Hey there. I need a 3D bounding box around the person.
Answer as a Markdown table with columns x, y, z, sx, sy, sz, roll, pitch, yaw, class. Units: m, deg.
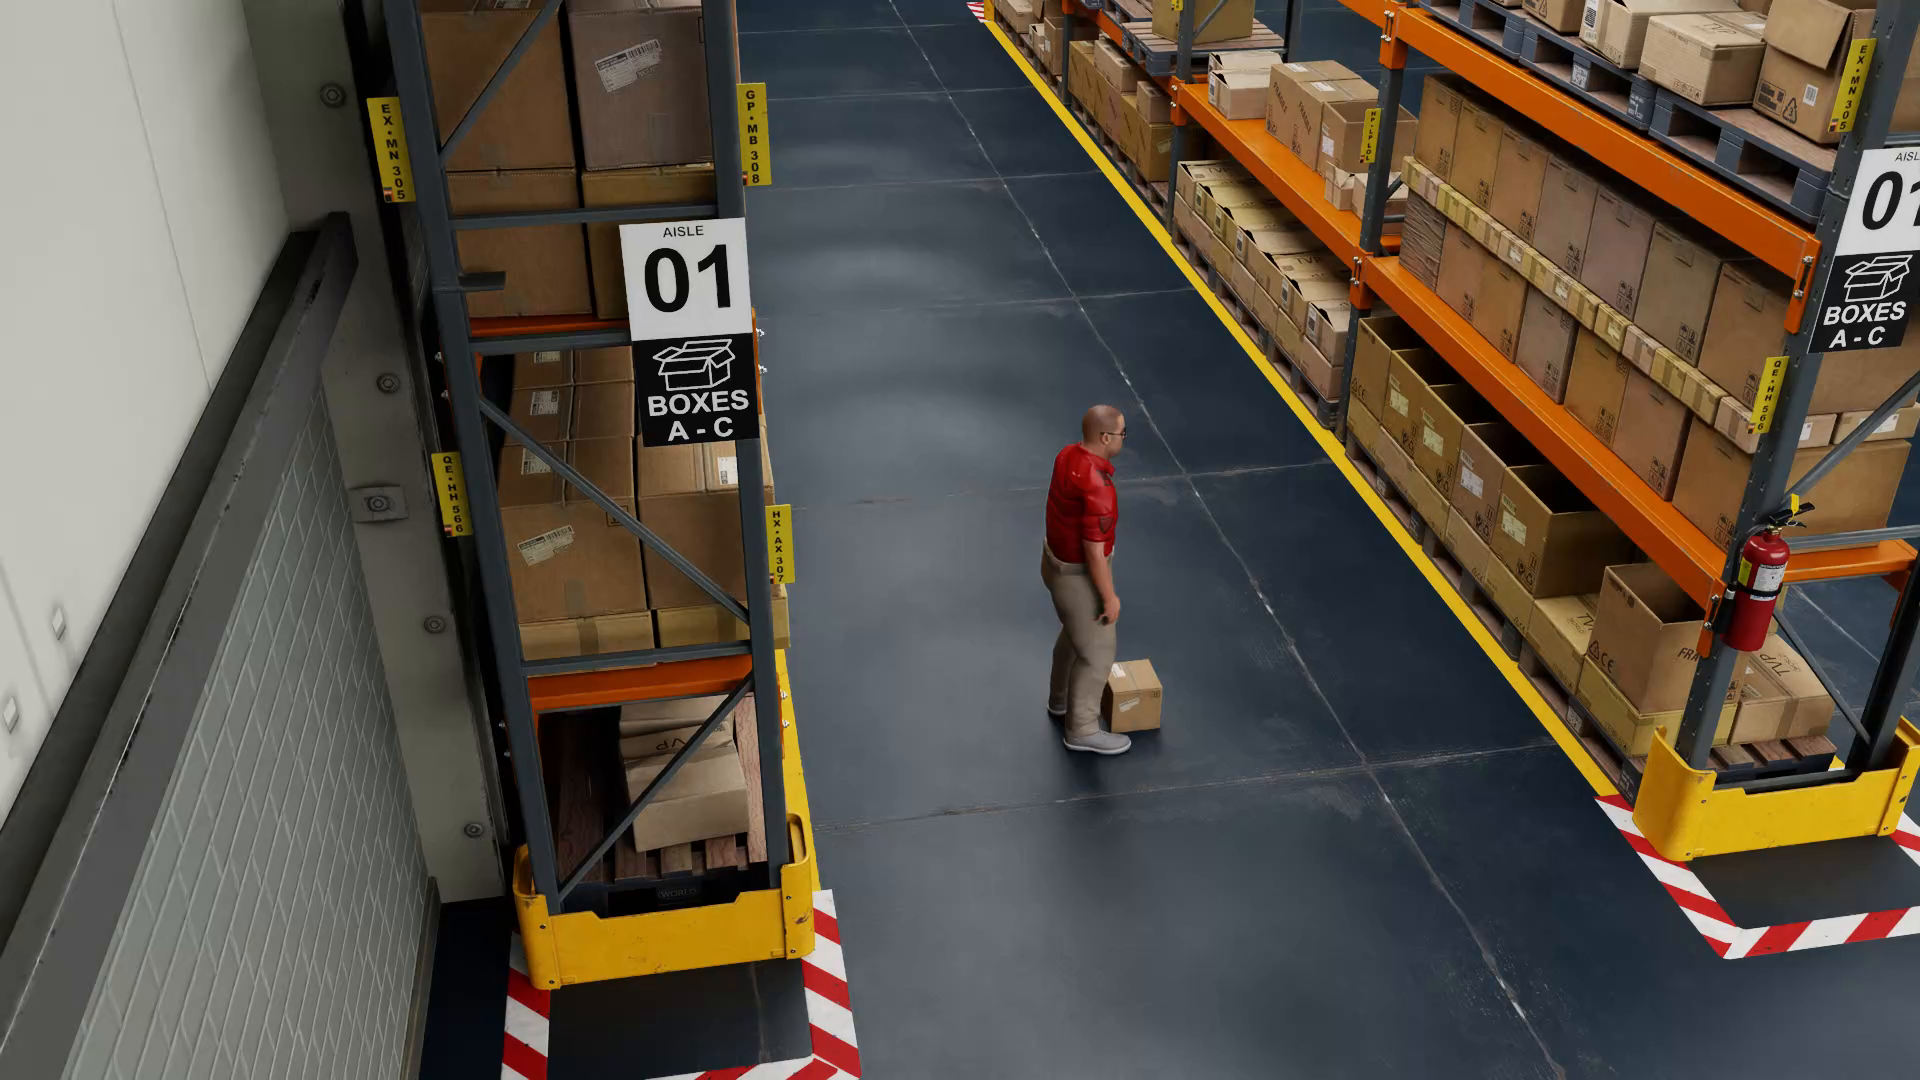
| x | y | z | sx | sy | sz | roll | pitch | yaw | class |
| --- | --- | --- | --- | --- | --- | --- | --- | --- | --- |
| 0.596 | 0.163 | 7.872 | 0.387 | 1.727 | 0.606 | -7 | 31 | -12 | person |
